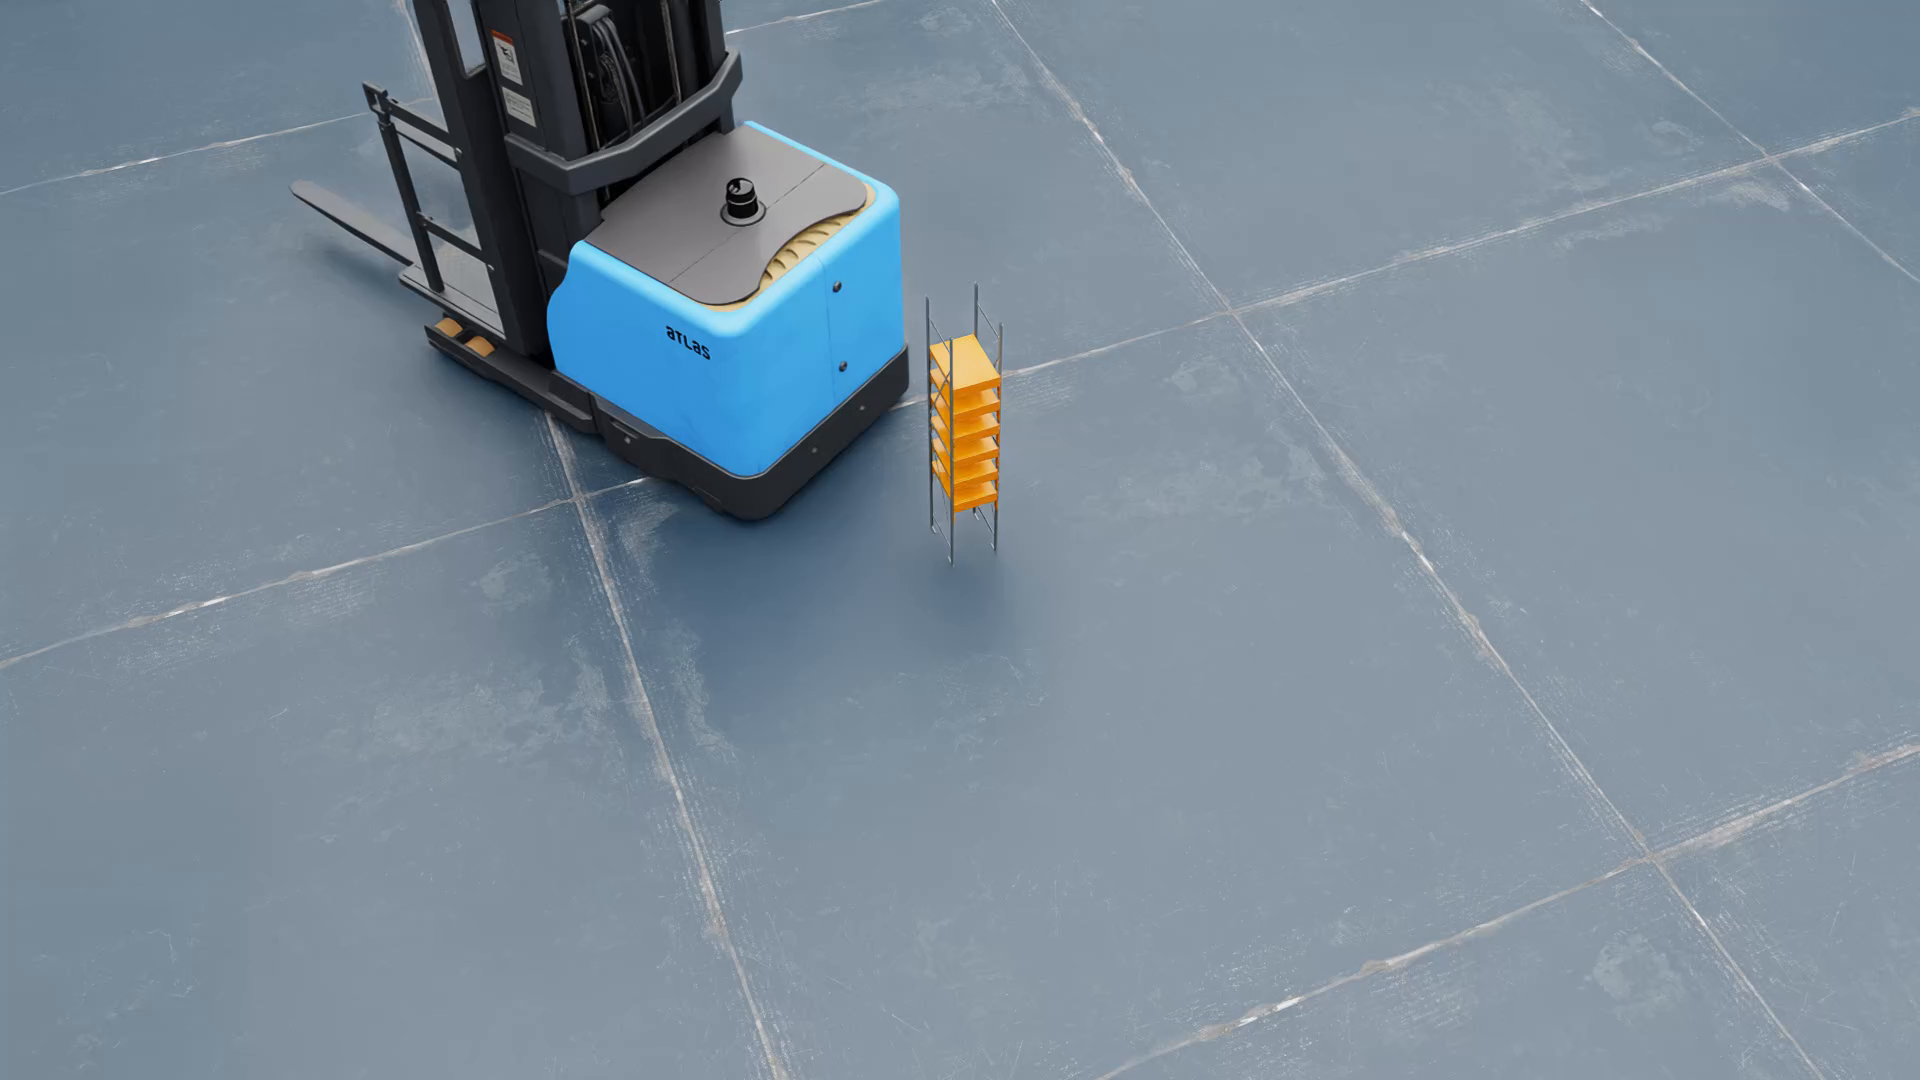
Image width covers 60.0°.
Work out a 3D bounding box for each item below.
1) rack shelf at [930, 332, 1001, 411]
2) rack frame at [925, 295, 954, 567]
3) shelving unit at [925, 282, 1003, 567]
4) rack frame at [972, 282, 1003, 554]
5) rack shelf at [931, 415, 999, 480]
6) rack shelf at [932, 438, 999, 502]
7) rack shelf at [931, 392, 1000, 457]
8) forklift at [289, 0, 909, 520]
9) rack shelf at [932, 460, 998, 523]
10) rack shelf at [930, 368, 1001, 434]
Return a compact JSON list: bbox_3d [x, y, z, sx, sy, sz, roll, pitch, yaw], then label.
[{"bbox_3d":[0.013,-0.601,5.900,0.180,0.103,0.258,-17,52,-14],"label":"rack shelf"},{"bbox_3d":[-0.071,-0.369,6.117,0.006,1.200,0.240,-17,52,-14],"label":"rack frame"},{"bbox_3d":[0.013,-0.395,6.139,0.189,1.200,0.258,-17,52,-14],"label":"shelving unit"},{"bbox_3d":[0.098,-0.421,6.162,0.006,1.200,0.240,-17,52,-14],"label":"rack frame"},{"bbox_3d":[0.013,-0.366,6.173,0.180,0.103,0.258,-17,52,-14],"label":"rack shelf"},{"bbox_3d":[0.013,-0.288,6.264,0.180,0.103,0.258,-17,52,-14],"label":"rack shelf"},{"bbox_3d":[0.013,-0.444,6.082,0.180,0.103,0.258,-17,52,-14],"label":"rack shelf"},{"bbox_3d":[-1.699,-1.961,6.343,3.031,2.935,1.130,30,56,23],"label":"forklift"},{"bbox_3d":[0.013,-0.210,6.355,0.180,0.103,0.258,-17,52,-14],"label":"rack shelf"},{"bbox_3d":[0.013,-0.522,5.991,0.180,0.103,0.258,-17,52,-14],"label":"rack shelf"}]
